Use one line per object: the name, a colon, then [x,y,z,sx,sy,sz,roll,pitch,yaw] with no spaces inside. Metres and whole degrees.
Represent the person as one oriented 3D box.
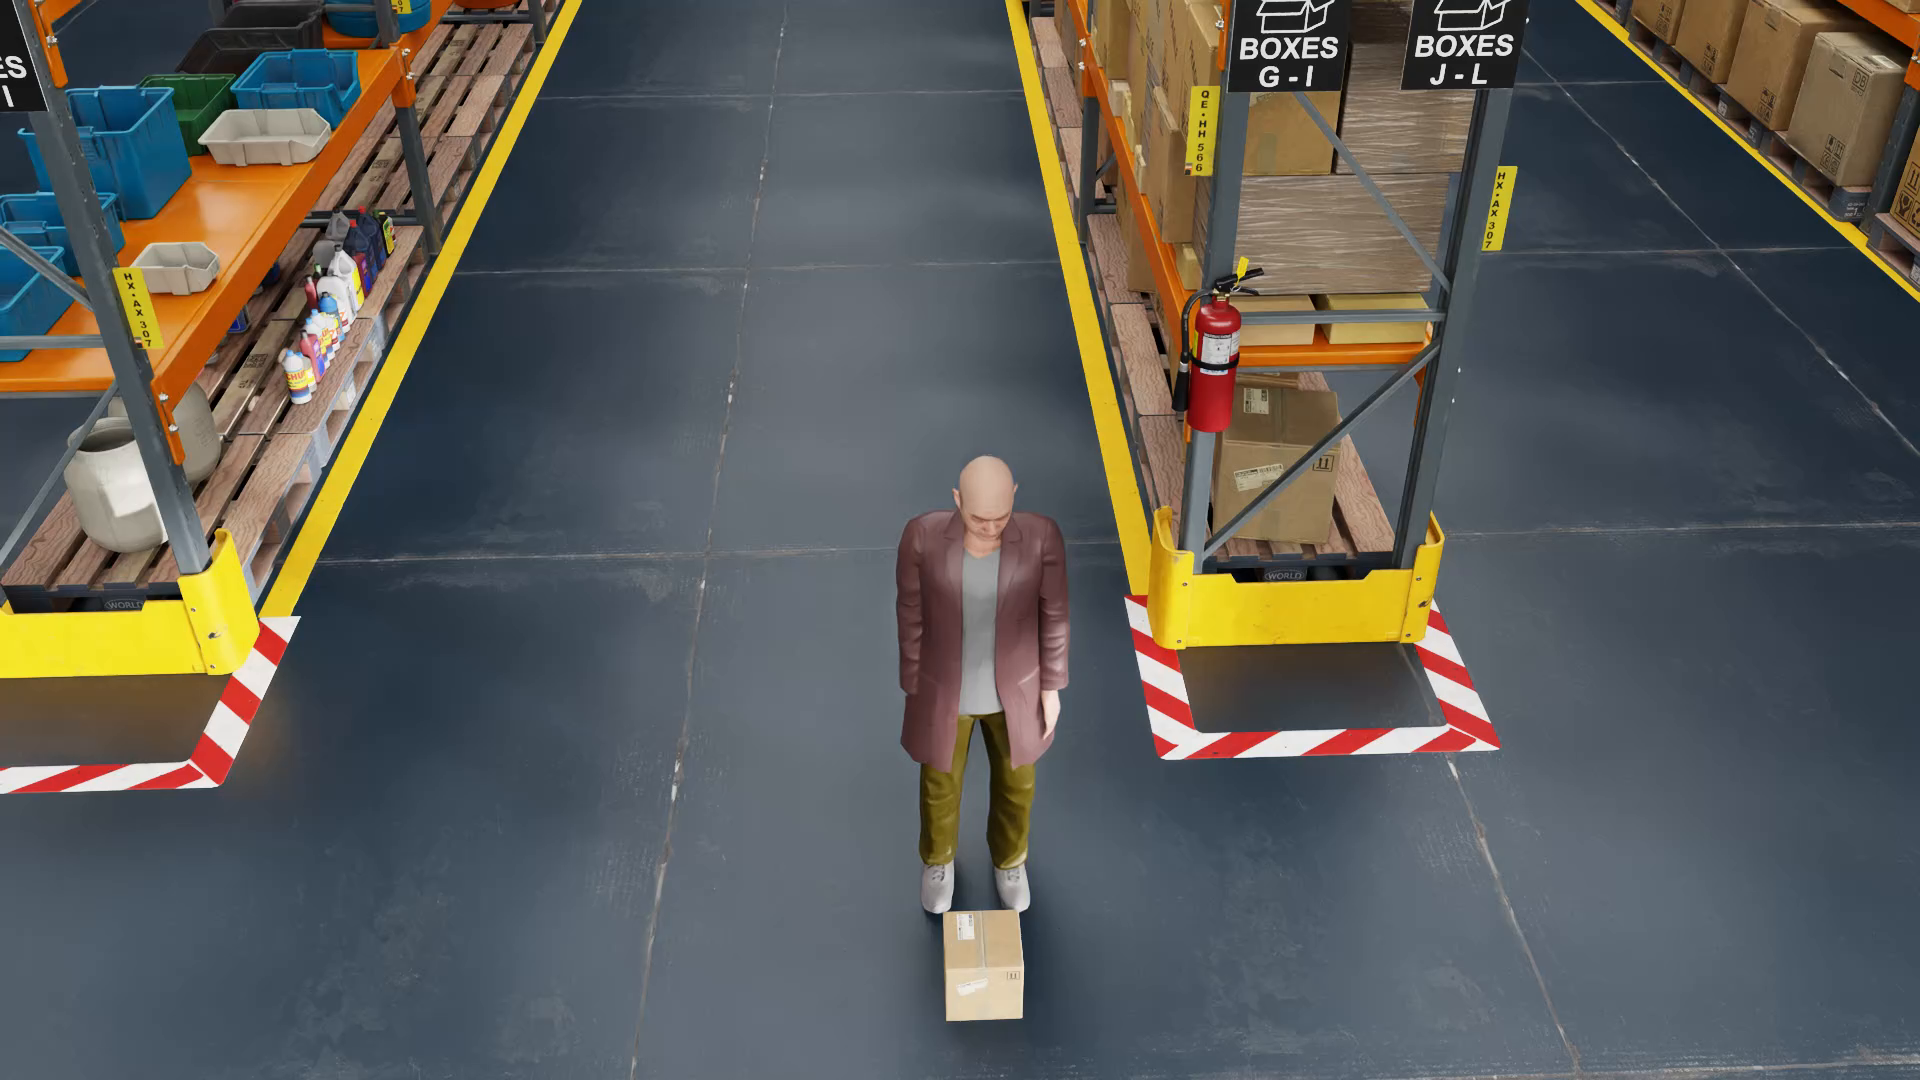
person: [0.078,0.500,5.466,0.572,1.758,0.383,-1,35,-1]
